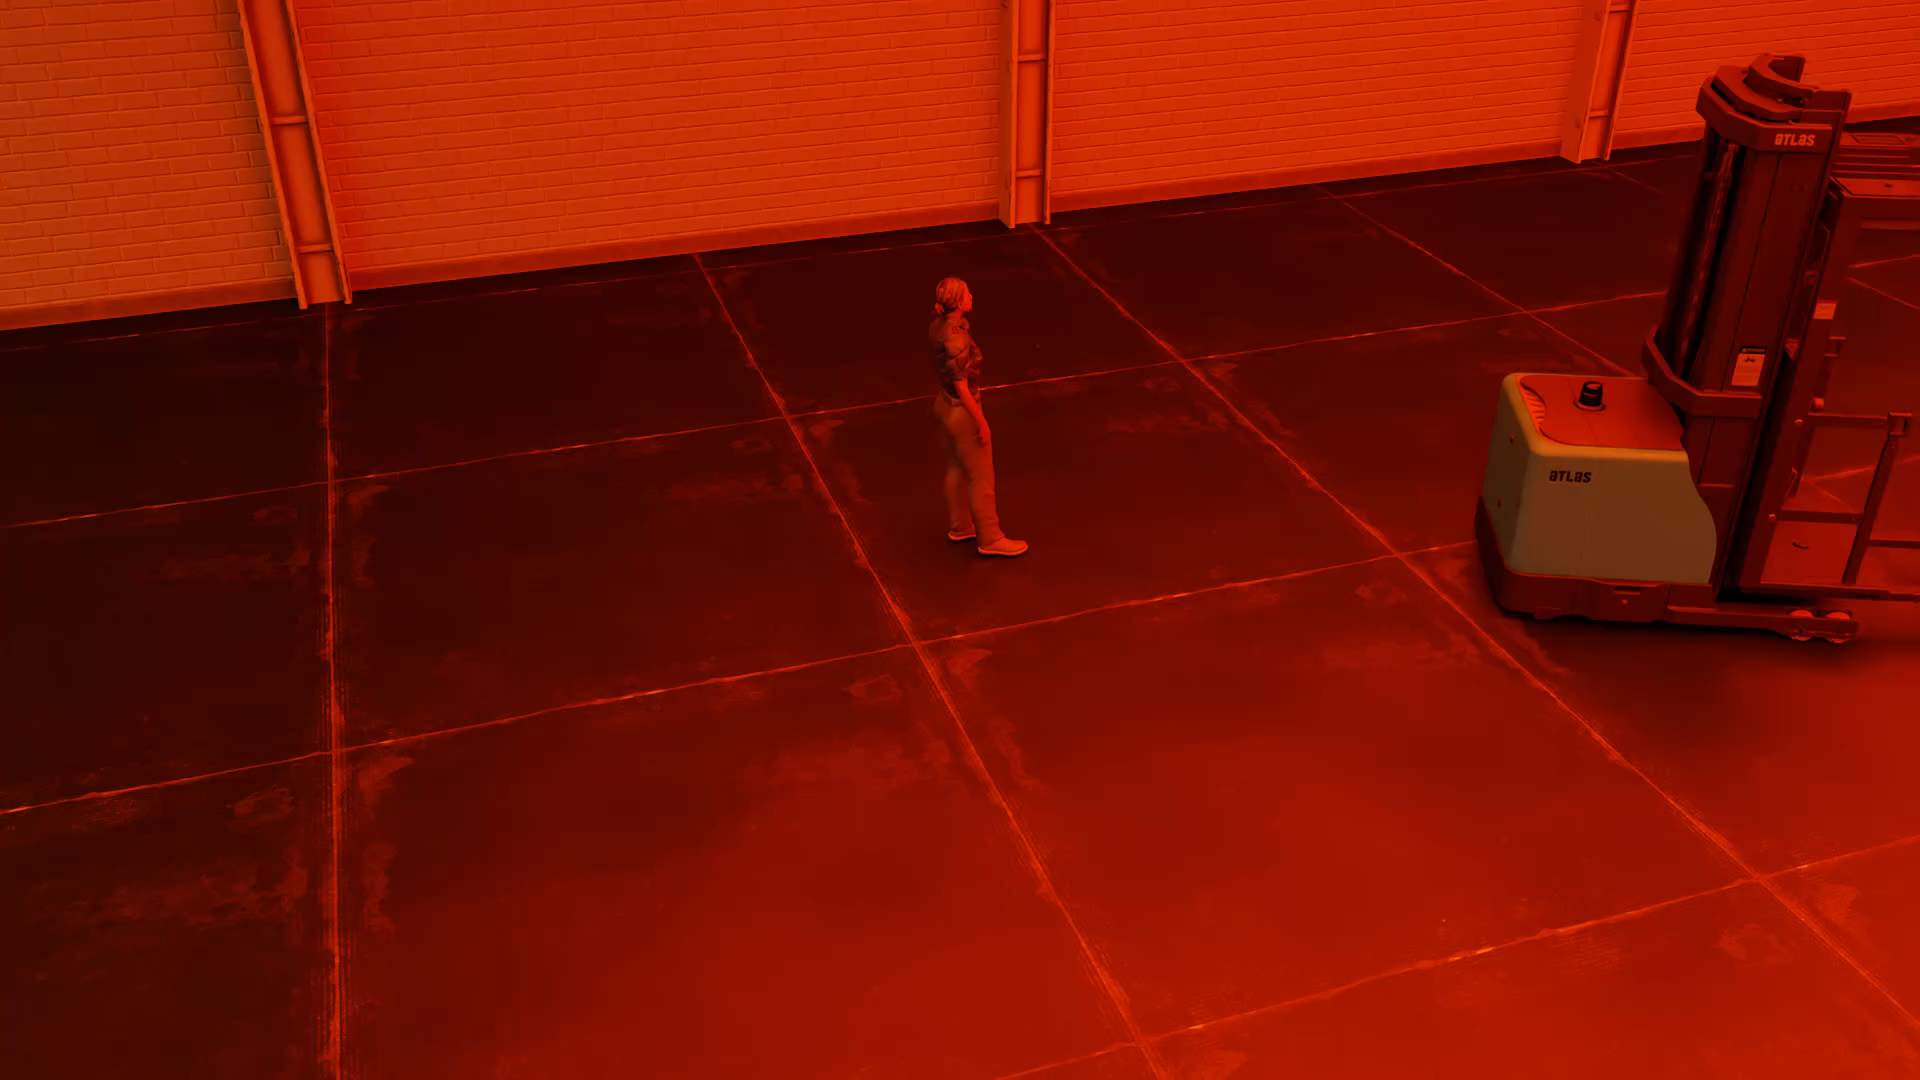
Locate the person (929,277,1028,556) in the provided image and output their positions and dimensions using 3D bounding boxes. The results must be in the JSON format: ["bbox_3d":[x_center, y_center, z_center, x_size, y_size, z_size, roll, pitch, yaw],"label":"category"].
[{"bbox_3d":[0.090,-0.728,9.618,0.503,1.656,0.569,-10,31,-16],"label":"person"}]

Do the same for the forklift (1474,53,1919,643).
[{"bbox_3d":[4.552,-0.991,8.809,3.031,2.935,1.130,3,30,6],"label":"forklift"}]
